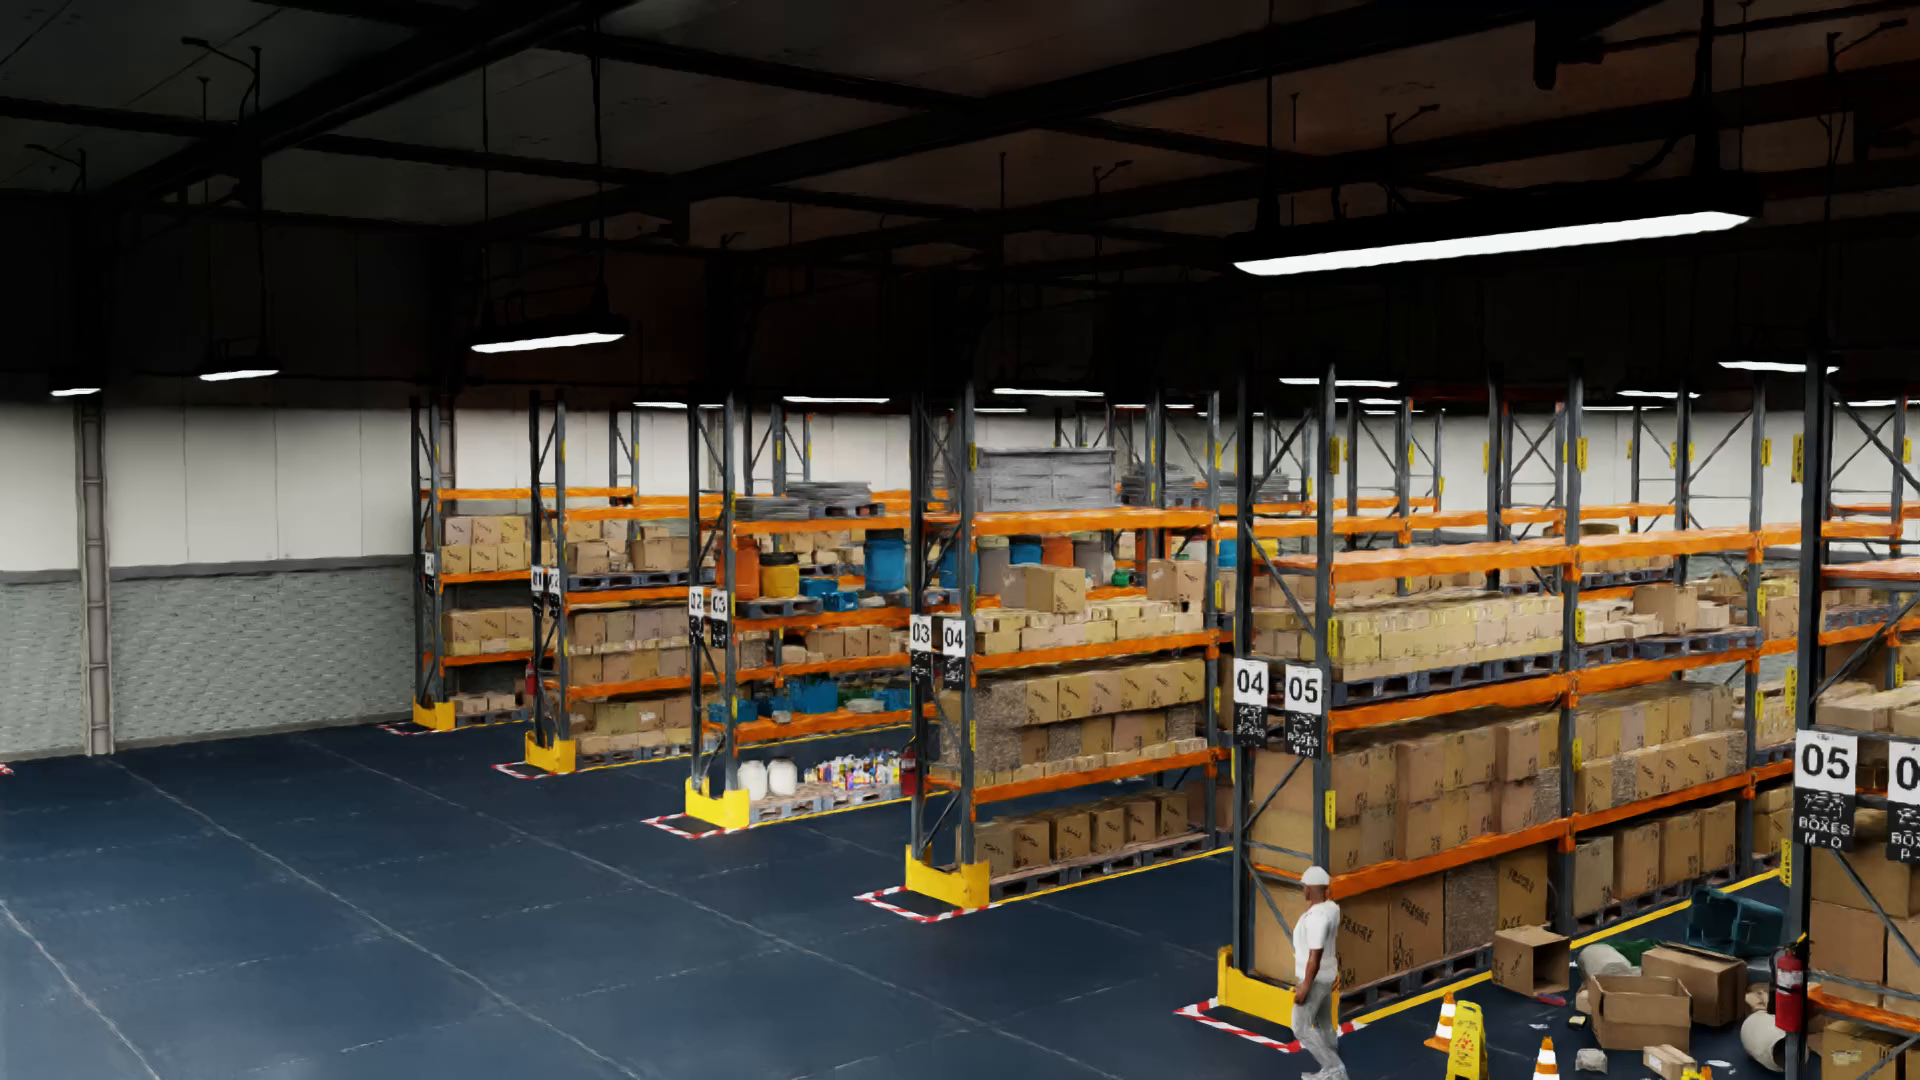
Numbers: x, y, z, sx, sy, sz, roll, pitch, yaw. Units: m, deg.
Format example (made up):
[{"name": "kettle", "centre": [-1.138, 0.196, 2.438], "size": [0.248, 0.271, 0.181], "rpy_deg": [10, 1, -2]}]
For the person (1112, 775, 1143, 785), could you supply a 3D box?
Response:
[{"name": "person", "centre": [2.521, 2.873, 25.056], "size": [0.419, 1.603, 0.503], "rpy_deg": [2, 4, 24]}]

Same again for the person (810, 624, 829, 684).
[{"name": "person", "centre": [-2.702, 2.349, 32.623], "size": [0.466, 1.749, 0.588], "rpy_deg": [1, 4, 22]}]

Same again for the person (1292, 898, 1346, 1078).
[{"name": "person", "centre": [2.891, 3.583, 13.284], "size": [0.433, 1.448, 0.591], "rpy_deg": [1, 4, 21]}]
